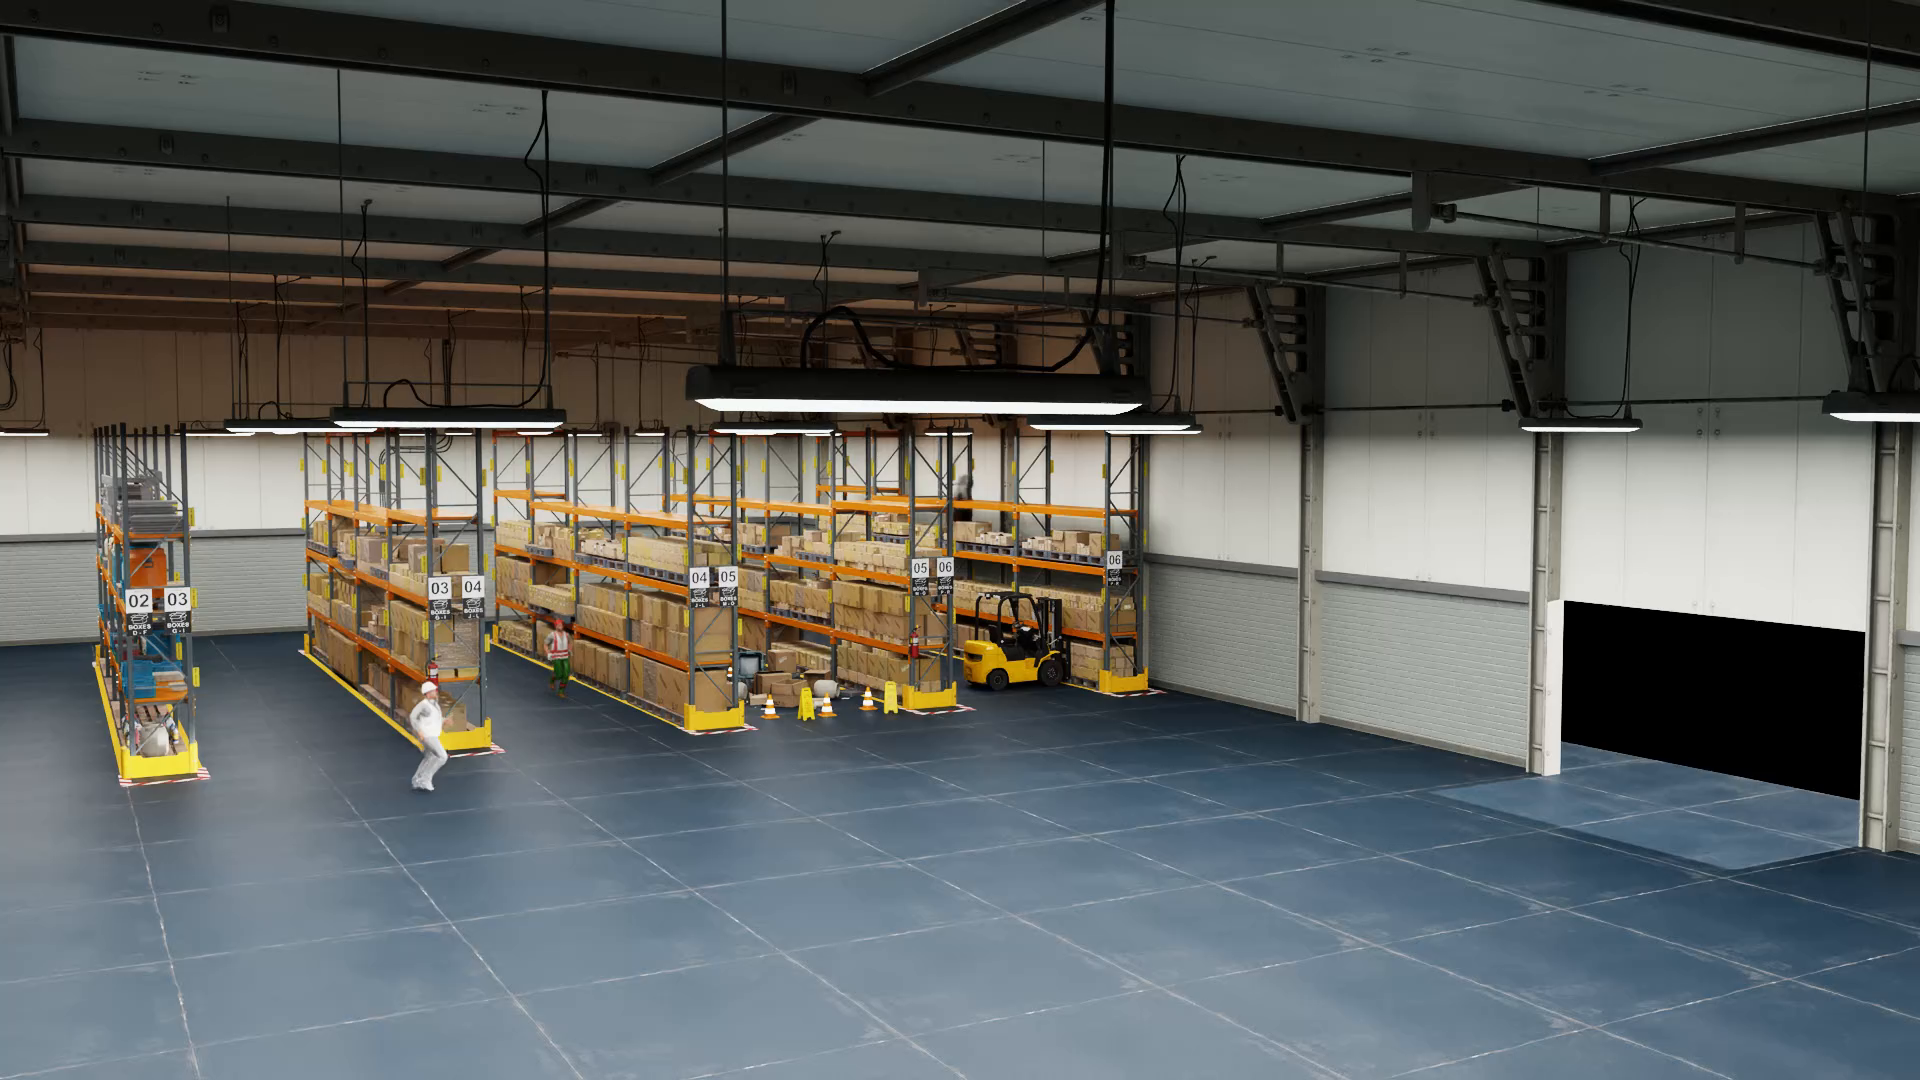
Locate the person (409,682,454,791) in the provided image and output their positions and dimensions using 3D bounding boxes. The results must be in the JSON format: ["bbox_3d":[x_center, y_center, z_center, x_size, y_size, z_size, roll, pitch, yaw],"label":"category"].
[{"bbox_3d":[-8.630,3.203,27.172,0.688,1.771,0.657,0,3,-5],"label":"person"}]

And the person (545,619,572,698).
[{"bbox_3d":[-8.896,2.625,36.915,0.627,1.743,0.561,-3,4,-38],"label":"person"}]
